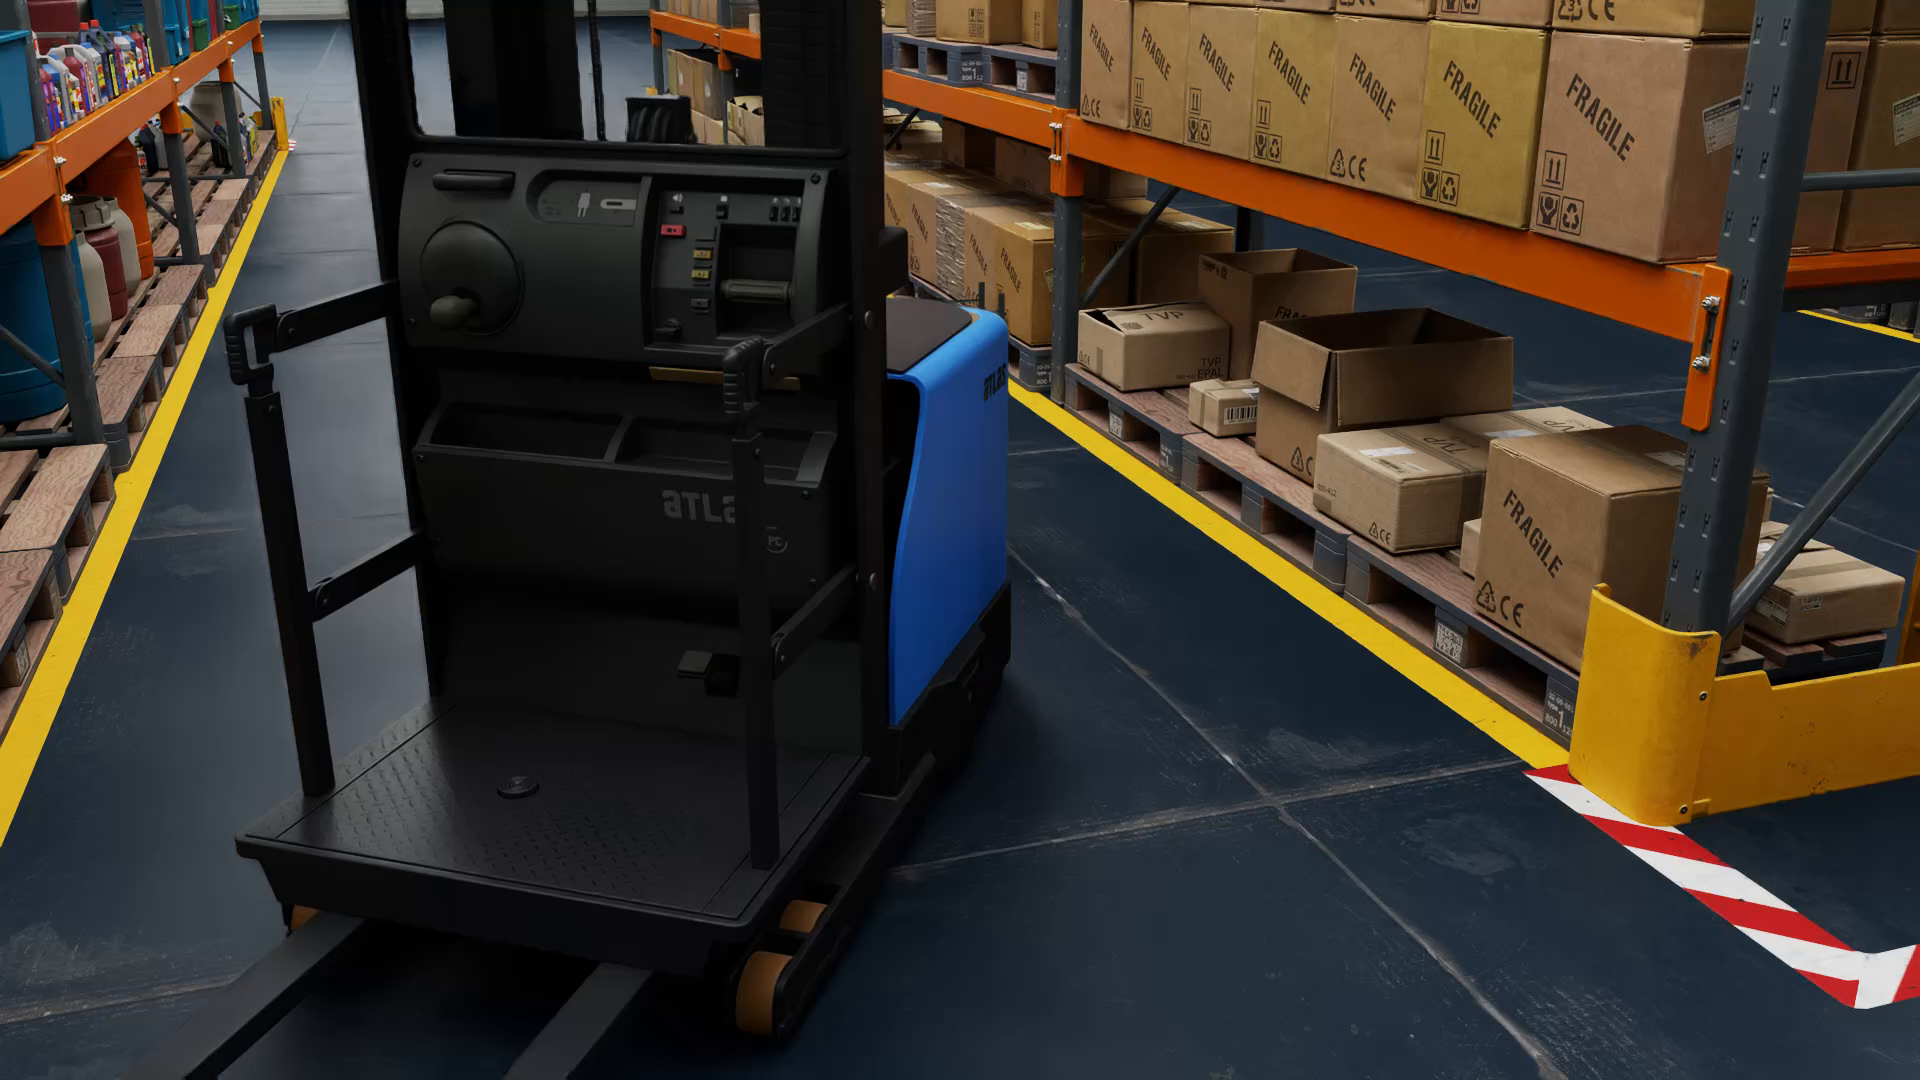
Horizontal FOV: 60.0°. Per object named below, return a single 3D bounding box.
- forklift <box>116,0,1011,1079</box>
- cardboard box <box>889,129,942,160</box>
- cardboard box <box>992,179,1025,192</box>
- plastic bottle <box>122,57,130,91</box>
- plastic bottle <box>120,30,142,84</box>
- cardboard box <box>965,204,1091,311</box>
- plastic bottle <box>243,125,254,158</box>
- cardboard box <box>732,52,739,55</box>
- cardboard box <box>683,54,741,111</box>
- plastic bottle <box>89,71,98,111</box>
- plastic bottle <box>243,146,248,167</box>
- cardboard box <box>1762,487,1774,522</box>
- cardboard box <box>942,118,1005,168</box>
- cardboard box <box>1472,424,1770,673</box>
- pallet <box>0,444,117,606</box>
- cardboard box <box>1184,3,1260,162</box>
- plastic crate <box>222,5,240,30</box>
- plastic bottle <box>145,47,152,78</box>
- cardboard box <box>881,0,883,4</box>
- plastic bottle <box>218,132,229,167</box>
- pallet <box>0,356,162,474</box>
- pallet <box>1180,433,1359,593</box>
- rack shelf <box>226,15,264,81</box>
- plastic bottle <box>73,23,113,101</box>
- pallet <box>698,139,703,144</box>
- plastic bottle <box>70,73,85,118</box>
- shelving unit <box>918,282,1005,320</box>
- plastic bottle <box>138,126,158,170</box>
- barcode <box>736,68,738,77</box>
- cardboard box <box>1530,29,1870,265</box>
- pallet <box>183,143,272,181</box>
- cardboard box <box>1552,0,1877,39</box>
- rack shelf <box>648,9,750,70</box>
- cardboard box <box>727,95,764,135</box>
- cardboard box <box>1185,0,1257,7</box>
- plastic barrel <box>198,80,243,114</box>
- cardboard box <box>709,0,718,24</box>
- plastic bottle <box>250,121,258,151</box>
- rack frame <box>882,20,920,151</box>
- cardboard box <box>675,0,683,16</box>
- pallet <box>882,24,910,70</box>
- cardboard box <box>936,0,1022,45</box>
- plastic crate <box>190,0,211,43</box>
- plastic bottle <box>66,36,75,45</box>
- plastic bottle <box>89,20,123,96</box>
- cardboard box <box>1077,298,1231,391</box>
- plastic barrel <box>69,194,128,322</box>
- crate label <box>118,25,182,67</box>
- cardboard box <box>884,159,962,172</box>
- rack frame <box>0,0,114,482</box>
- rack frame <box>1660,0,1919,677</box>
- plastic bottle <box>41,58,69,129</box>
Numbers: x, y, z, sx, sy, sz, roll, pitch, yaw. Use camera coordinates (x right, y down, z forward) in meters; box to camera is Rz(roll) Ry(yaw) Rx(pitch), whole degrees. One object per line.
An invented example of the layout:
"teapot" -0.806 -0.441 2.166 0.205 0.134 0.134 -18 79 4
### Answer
"forklift" -0.766 -0.562 3.146 1.130 2.935 3.031 6 21 16
"cardboard box" -0.230 -2.743 11.732 0.500 0.311 0.500 -6 21 -15
"cardboard box" 0.506 -1.798 9.531 0.500 0.500 0.500 -7 21 -19
"plastic bottle" -4.210 -2.341 8.292 0.097 0.201 0.097 0 20 0
"plastic bottle" -4.363 -2.531 8.715 0.097 0.271 0.097 0 20 0
"cardboard box" 0.338 -1.411 8.453 0.500 0.500 0.500 -6 21 -17
"plastic bottle" -6.237 -3.484 14.548 0.061 0.283 0.133 -5 20 -15
"cardboard box" -2.080 -4.740 17.013 0.500 0.500 0.500 -6 21 -17
"cardboard box" -2.433 -4.523 16.407 0.500 0.500 0.500 -6 21 -17
"plastic bottle" -3.876 -2.000 7.342 0.097 0.201 0.097 0 20 0
"plastic bottle" -6.053 -3.239 13.985 0.097 0.201 0.097 0 20 0
"cardboard box" 2.111 -0.087 5.138 0.500 0.250 0.500 -6 21 -17
"cardboard box" 0.194 -2.467 10.285 0.500 0.250 0.500 -6 20 -15
"cardboard box" 1.765 0.012 4.492 0.500 0.500 0.500 -6 21 -17
"pallet" -3.523 -0.023 5.669 1.003 0.211 1.213 -6 21 -17
"cardboard box" 1.133 -1.622 5.848 0.500 0.500 0.500 -6 21 -17
"plastic crate" -6.464 -4.501 14.323 0.450 0.188 0.662 -6 21 -17
"plastic bottle" -4.497 -2.634 9.107 0.097 0.201 0.097 0 20 0
"cardboard box" -0.887 -3.960 12.356 0.500 0.500 0.500 -8 21 -20
"plastic bottle" -6.218 -3.302 14.038 0.061 0.283 0.133 -6 21 -17
"pallet" -3.994 -0.507 7.016 1.003 0.211 1.213 -6 21 -17
"pallet" 1.515 -0.167 6.071 1.003 0.211 1.213 -6 21 -17
"rack shelf" -6.934 -4.438 14.899 1.077 0.370 4.000 -6 21 -17
"plastic bottle" -4.046 -2.219 7.730 0.144 0.351 0.185 -6 21 -17
"pallet" -2.199 -3.999 16.739 1.003 0.211 1.213 -6 21 -17
"plastic bottle" -3.761 -1.883 7.015 0.097 0.201 0.097 0 20 0
"shelving unit" 0.003 -0.421 5.757 0.258 0.900 0.210 -6 21 -17
"plastic bottle" -6.781 -3.271 13.854 0.144 0.351 0.185 -7 21 -19
"barcode" -1.917 -4.016 14.287 0.001 0.075 0.075 -6 21 -17
"cardboard box" 1.771 -0.971 4.034 0.500 0.500 0.500 -6 21 -16
"pallet" -6.864 -3.434 15.166 1.003 0.211 1.213 -6 21 -17
"cardboard box" 1.769 -1.440 3.862 0.500 0.500 0.500 -7 21 -18
"rack shelf" -2.230 -4.963 16.361 1.077 0.370 4.000 -6 21 -17
"cardboard box" -1.708 -3.668 14.308 0.500 0.311 0.500 -6 21 -17
"cardboard box" 1.117 -2.098 5.694 0.500 0.500 0.500 -7 21 -19
"plastic barrel" -7.283 -4.242 16.348 0.421 0.512 0.421 0 20 0
"cardboard box" -1.919 -5.017 15.299 0.700 0.500 0.500 -7 21 -18
"plastic bottle" -6.472 -3.672 15.082 0.152 0.276 0.135 -7 21 -19
"rack frame" -0.344 -3.376 10.879 1.000 3.000 0.127 -6 21 -17
"cardboard box" -2.555 -5.671 17.121 0.700 0.500 0.500 -6 21 -16
"pallet" -0.065 -3.076 10.326 1.213 0.211 1.003 -6 21 -17
"cardboard box" 0.299 -2.898 8.777 0.700 0.500 0.500 -12 23 -31
"plastic crate" -5.663 -3.806 12.100 0.392 0.384 0.575 -6 21 -17
"plastic bottle" -4.235 -2.270 7.972 0.061 0.283 0.133 -6 21 -17
"plastic bottle" -4.146 -2.321 8.014 0.144 0.351 0.185 -6 21 -17
"cardboard box" 0.839 -0.876 7.246 0.500 0.311 0.500 -6 21 -17
"plastic barrel" -4.523 -1.396 8.312 0.600 0.588 0.708 -6 21 -17
"crate label" -4.825 -2.947 9.932 0.303 0.233 0.416 -6 21 -17
"cardboard box" -0.303 -2.063 10.270 0.500 0.500 0.500 -7 21 -19
"rack frame" -3.791 -1.567 5.843 1.000 3.000 0.127 -6 21 -17
"rack frame" 2.170 -0.809 3.731 1.000 3.000 0.127 -6 21 -17
"plastic bottle" -3.627 -1.779 6.622 0.097 0.271 0.097 0 20 0
